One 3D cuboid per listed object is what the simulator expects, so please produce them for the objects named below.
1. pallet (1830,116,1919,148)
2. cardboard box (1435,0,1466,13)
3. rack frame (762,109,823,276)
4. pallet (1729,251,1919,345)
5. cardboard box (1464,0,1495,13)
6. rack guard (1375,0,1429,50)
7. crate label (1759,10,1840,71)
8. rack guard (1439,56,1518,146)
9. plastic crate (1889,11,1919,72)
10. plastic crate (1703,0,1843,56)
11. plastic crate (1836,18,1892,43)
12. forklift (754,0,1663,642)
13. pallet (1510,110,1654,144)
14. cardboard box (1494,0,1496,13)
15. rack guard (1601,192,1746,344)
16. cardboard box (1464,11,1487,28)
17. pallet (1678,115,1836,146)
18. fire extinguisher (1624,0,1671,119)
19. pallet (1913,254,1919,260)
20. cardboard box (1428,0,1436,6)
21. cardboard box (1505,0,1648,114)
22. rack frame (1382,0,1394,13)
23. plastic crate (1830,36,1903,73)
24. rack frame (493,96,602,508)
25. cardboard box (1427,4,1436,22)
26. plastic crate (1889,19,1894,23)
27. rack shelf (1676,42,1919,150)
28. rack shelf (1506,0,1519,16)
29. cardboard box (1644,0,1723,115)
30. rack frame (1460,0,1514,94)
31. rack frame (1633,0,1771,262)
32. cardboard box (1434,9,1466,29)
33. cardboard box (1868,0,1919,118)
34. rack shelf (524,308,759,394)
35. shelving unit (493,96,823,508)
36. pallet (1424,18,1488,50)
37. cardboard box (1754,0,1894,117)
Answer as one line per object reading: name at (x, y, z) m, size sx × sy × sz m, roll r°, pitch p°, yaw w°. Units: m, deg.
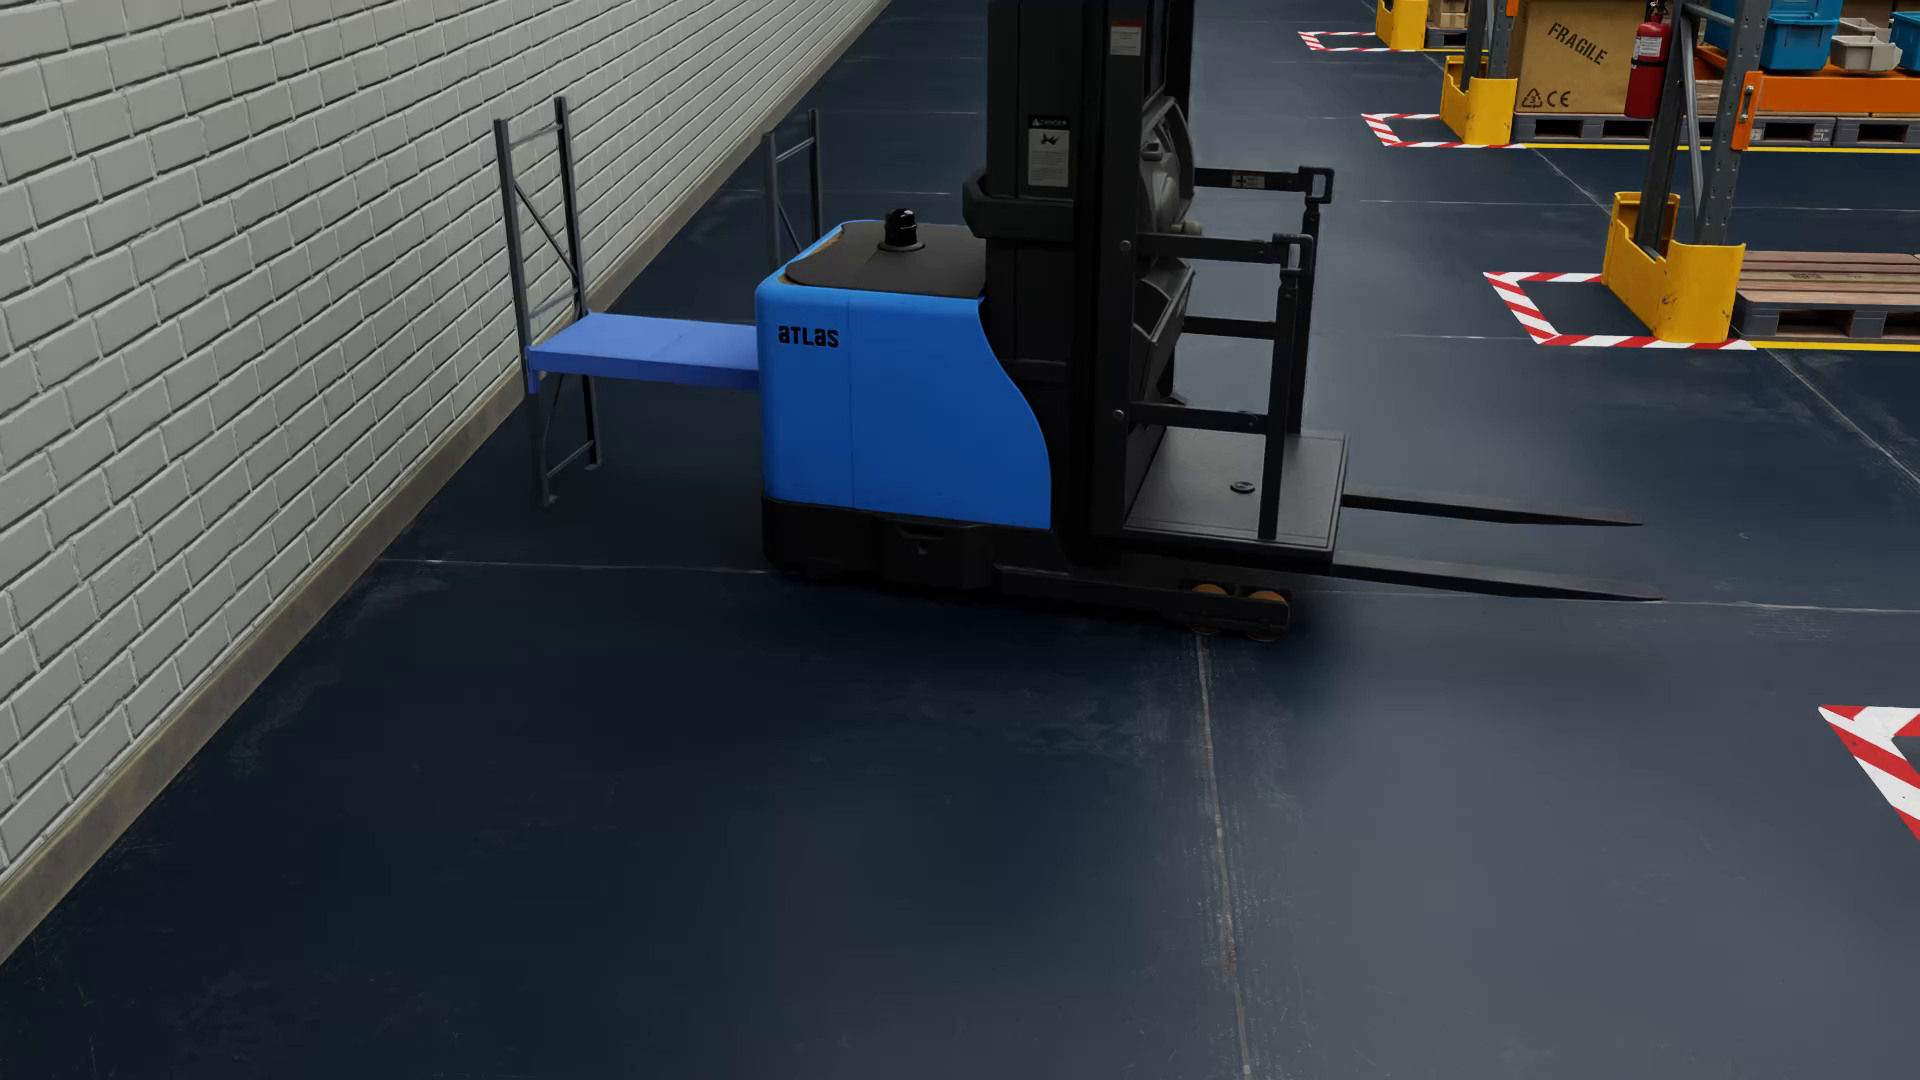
pallet at (7.404, -3.332, 13.240) m, size 1.213 × 0.211 × 1.003 m, roll 2°, pitch 25°, yaw 4°
cardboard box at (5.151, -5.641, 17.474) m, size 0.250 × 0.149 × 0.380 m, roll 3°, pitch 25°, yaw 6°
rack frame at (-0.596, -0.798, 6.191) m, size 0.032 × 1.500 × 0.500 m, roll 6°, pitch 25°, yaw 14°
pallet at (4.608, -1.297, 8.815) m, size 1.213 × 0.211 × 1.003 m, roll 2°, pitch 25°, yaw 4°
cardboard box at (5.420, -5.609, 17.404) m, size 0.250 × 0.149 × 0.380 m, roll 2°, pitch 25°, yaw 4°
rack guard at (4.724, -5.596, 17.814) m, size 0.348 × 0.500 × 1.175 m, roll 2°, pitch 25°, yaw 4°
crate label at (4.010, -2.412, 8.032) m, size 0.303 × 0.233 × 0.416 m, roll 2°, pitch 25°, yaw 4°
rack guard at (4.144, -3.536, 13.335) m, size 0.348 × 0.500 × 1.175 m, roll 2°, pitch 25°, yaw 4°
plastic crate at (4.666, -2.391, 7.986) m, size 0.300 × 0.233 × 0.416 m, roll 2°, pitch 25°, yaw 4°
plastic crate at (4.137, -2.716, 8.451) m, size 0.499 × 0.435 × 0.616 m, roll 2°, pitch 25°, yaw 4°
plastic crate at (4.616, -2.563, 8.475) m, size 0.243 × 0.136 × 0.396 m, roll 2°, pitch 25°, yaw 4°
forklift at (0.870, -1.240, 5.438) m, size 3.031 × 2.935 × 1.130 m, roll 6°, pitch 25°, yaw 14°
pallet at (4.971, -3.410, 13.409) m, size 1.213 × 0.211 × 1.003 m, roll 2°, pitch 25°, yaw 4°
cardboard box at (5.671, -5.638, 17.467) m, size 0.250 × 0.149 × 0.380 m, roll 2°, pitch 25°, yaw 5°
rack guard at (3.764, -1.466, 8.837) m, size 0.348 × 0.500 × 1.175 m, roll 2°, pitch 25°, yaw 4°
cardboard box at (5.414, -5.506, 17.535) m, size 0.250 × 0.149 × 0.380 m, roll 2°, pitch 25°, yaw 4°
pallet at (6.184, -3.370, 13.322) m, size 1.213 × 0.211 × 1.003 m, roll 2°, pitch 25°, yaw 4°
fire extinguisher at (3.673, -2.596, 8.841) m, size 0.183 × 0.674 × 0.296 m, roll 2°, pitch 25°, yaw 4°
pallet at (5.821, -1.257, 8.728) m, size 1.213 × 0.211 × 1.003 m, roll 2°, pitch 25°, yaw 4°
cardboard box at (5.196, -5.867, 17.965) m, size 0.250 × 0.149 × 0.380 m, roll 1°, pitch 25°, yaw 3°
cardboard box at (4.812, -3.909, 13.196) m, size 0.875 × 0.875 × 0.875 m, roll 2°, pitch 25°, yaw 4°
rack frame at (4.648, -6.734, 17.297) m, size 0.127 × 3.000 × 1.000 m, roll 2°, pitch 25°, yaw 4°
plastic crate at (4.323, -2.324, 7.955) m, size 0.298 × 0.136 × 0.250 m, roll 2°, pitch 25°, yaw 4°
rack frame at (-1.578, -0.908, 6.430) m, size 0.032 × 1.500 × 0.500 m, roll 6°, pitch 25°, yaw 14°
cardboard box at (5.189, -5.700, 17.957) m, size 0.250 × 0.149 × 0.380 m, roll 2°, pitch 25°, yaw 5°
plastic crate at (4.904, -2.548, 8.442) m, size 0.243 × 0.136 × 0.396 m, roll 2°, pitch 25°, yaw 4°
rack shelf at (5.783, -2.215, 8.336) m, size 4.000 × 0.370 × 1.077 m, roll 2°, pitch 25°, yaw 4°
rack shelf at (6.162, -4.279, 12.823) m, size 4.000 × 0.370 × 1.077 m, roll 2°, pitch 25°, yaw 4°
cardboard box at (5.719, -3.880, 13.132) m, size 0.875 × 0.875 × 0.875 m, roll 2°, pitch 25°, yaw 4°
rack frame at (4.168, -4.670, 12.811) m, size 0.127 × 3.000 × 1.000 m, roll 2°, pitch 25°, yaw 4°
rack frame at (3.789, -2.606, 8.325) m, size 0.127 × 3.000 × 1.000 m, roll 2°, pitch 25°, yaw 4°
cardboard box at (5.146, -5.480, 17.479) m, size 0.250 × 0.149 × 0.380 m, roll 2°, pitch 25°, yaw 5°
cardboard box at (7.504, -3.822, 13.008) m, size 0.875 × 0.875 × 0.875 m, roll 2°, pitch 25°, yaw 4°
rack shelf at (-1.087, -0.690, 6.386) m, size 1.000 × 0.185 × 0.538 m, roll 6°, pitch 25°, yaw 14°
shelving unit at (-1.087, -0.853, 6.311) m, size 1.048 × 1.500 × 0.538 m, roll 6°, pitch 25°, yaw 14°
pallet at (5.531, -5.424, 17.786) m, size 1.213 × 0.211 × 1.003 m, roll 2°, pitch 25°, yaw 4°
cardboard box at (6.607, -3.851, 13.070) m, size 0.875 × 0.875 × 0.875 m, roll 2°, pitch 25°, yaw 4°
